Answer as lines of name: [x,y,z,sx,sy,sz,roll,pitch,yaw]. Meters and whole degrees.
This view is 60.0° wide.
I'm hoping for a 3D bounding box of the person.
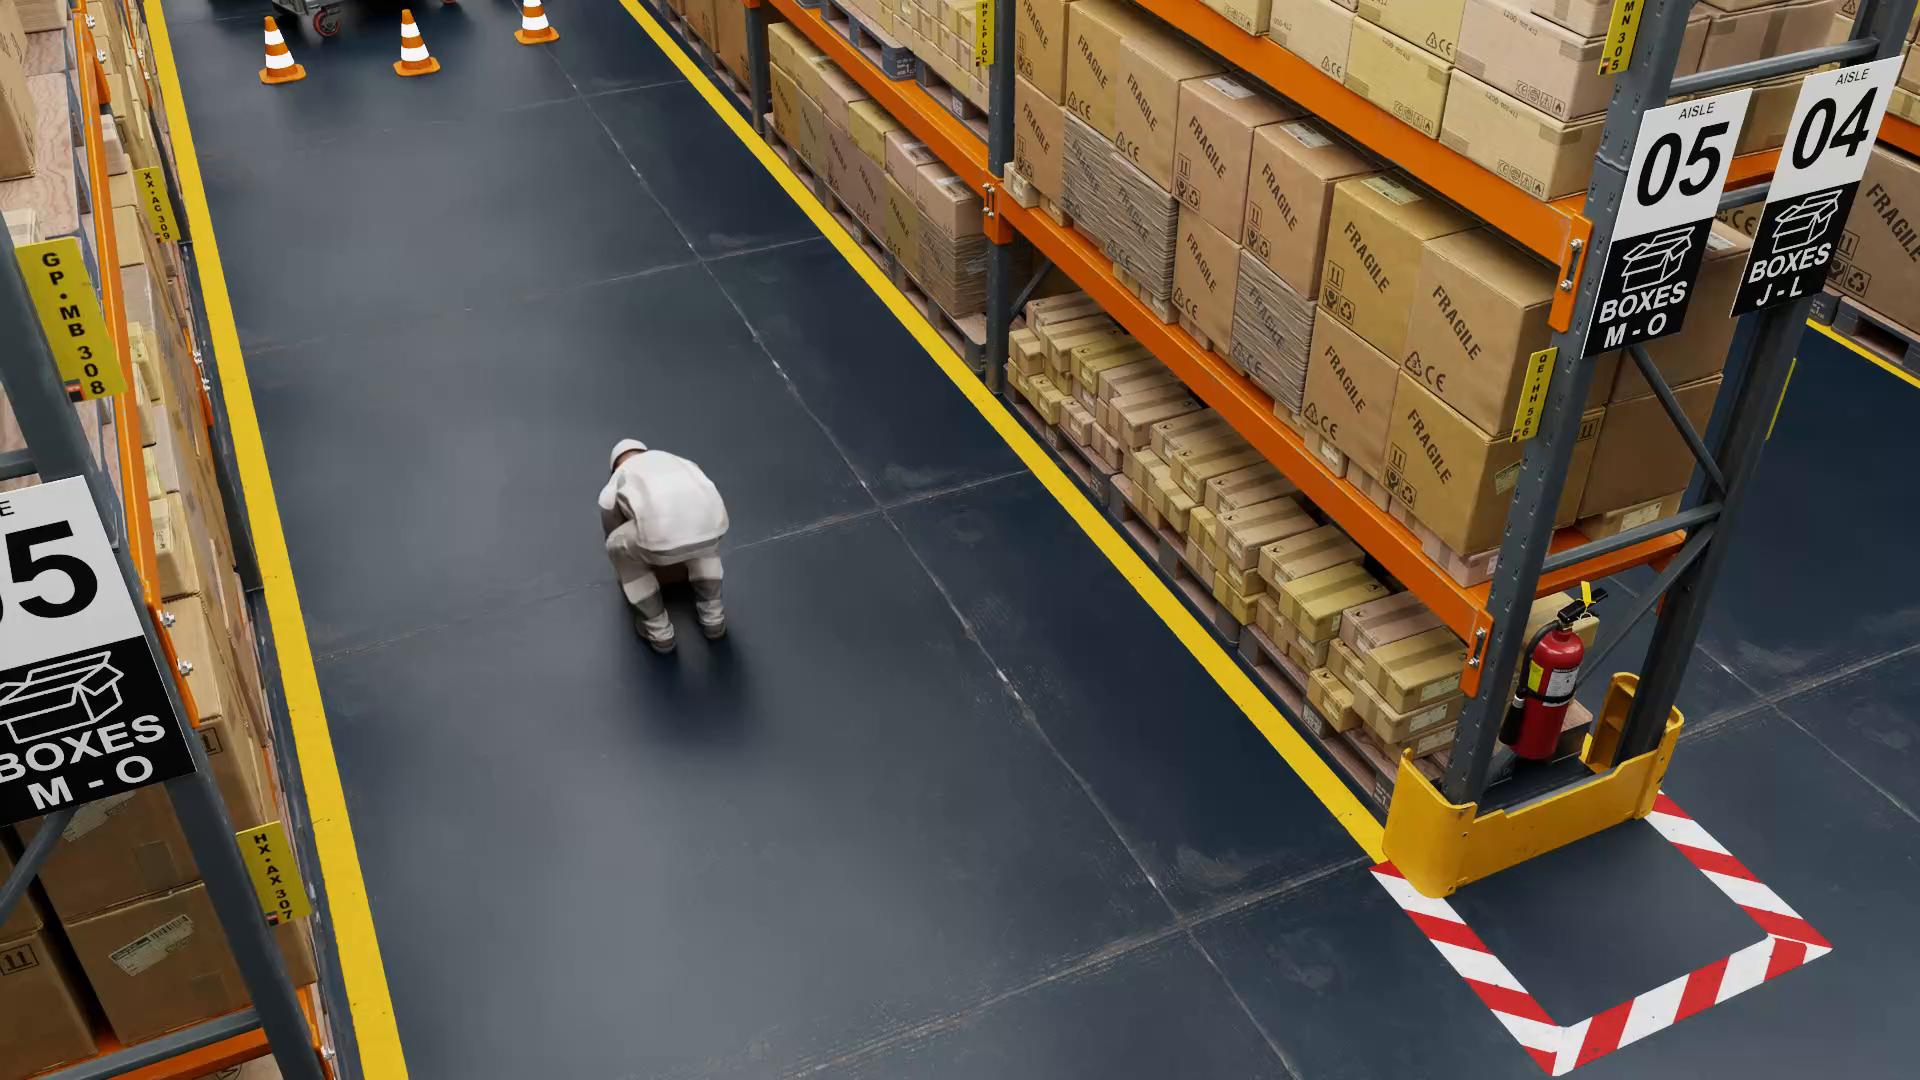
person: [-1.369,-0.022,7.616,0.537,0.915,0.956,-17,40,-22]
